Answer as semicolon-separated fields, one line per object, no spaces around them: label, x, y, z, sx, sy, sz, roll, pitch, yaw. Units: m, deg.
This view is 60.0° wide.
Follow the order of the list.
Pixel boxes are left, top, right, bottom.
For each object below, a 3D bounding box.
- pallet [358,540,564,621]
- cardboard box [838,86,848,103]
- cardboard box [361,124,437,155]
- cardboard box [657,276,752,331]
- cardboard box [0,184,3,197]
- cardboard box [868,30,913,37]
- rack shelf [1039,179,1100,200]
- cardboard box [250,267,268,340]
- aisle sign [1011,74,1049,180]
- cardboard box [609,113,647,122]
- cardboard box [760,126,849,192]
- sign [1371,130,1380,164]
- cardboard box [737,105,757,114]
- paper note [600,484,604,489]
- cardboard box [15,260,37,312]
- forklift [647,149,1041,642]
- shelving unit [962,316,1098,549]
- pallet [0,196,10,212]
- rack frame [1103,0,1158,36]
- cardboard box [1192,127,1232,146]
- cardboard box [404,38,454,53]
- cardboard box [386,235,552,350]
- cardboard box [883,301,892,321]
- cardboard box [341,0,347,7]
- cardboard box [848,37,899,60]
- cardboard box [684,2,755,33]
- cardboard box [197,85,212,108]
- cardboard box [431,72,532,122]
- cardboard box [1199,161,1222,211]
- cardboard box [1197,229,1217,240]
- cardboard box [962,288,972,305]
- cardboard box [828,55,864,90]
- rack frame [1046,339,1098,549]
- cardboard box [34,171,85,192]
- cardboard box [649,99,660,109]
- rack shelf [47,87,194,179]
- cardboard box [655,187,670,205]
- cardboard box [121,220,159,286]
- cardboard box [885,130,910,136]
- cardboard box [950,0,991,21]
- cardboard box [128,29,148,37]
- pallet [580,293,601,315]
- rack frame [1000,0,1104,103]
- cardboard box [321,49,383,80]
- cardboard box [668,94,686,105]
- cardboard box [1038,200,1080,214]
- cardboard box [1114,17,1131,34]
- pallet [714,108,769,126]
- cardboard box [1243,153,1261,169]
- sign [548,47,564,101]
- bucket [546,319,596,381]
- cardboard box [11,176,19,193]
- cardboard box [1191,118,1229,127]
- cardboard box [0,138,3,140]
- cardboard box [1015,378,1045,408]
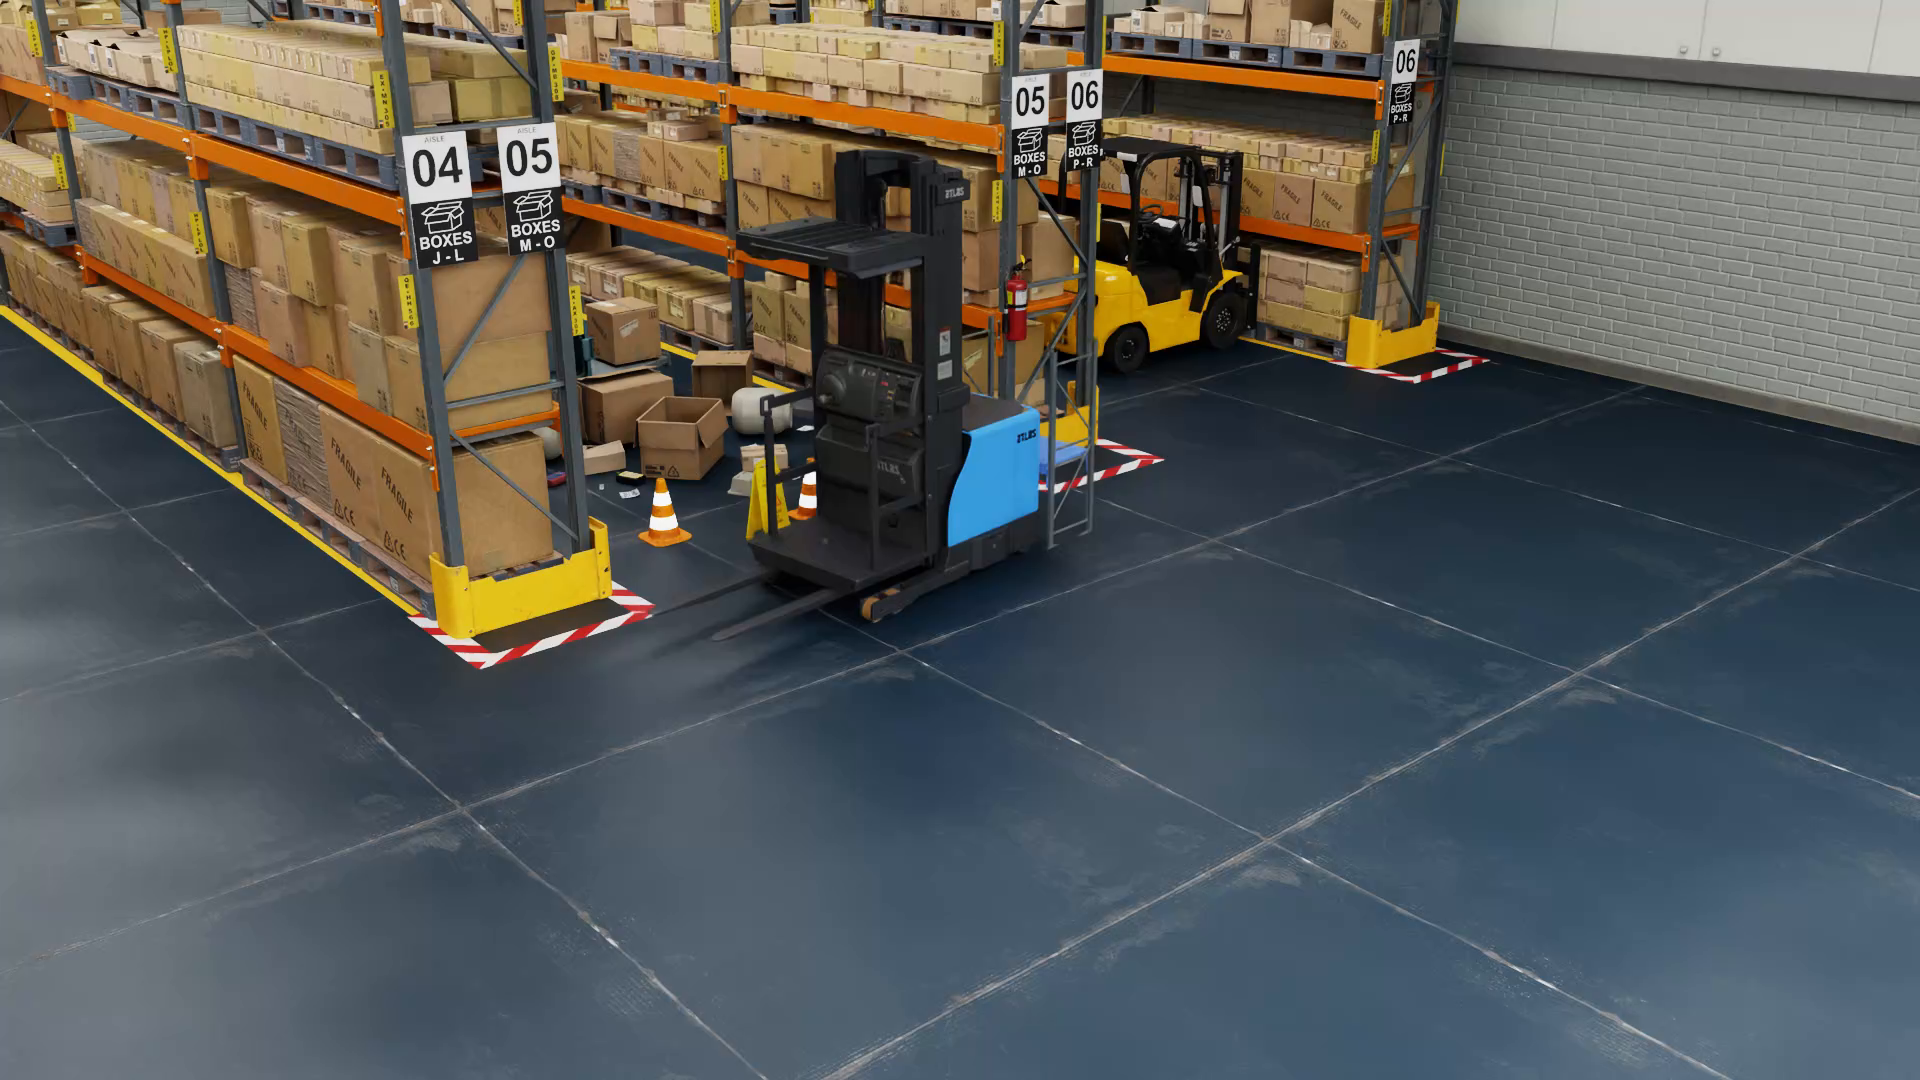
pallet;-3.533;0.163;11.778;1.003;0.211;1.213;-17;27;-37
cardboard box;-0.854;-3.952;14.694;0.380;0.149;0.250;-17;27;-37
cardboard box;-3.426;-2.466;10.185;0.380;0.149;0.250;-18;27;-38
cardboard box;-2.695;-2.558;17.930;0.950;0.372;0.625;-15;26;-34
cardboard box;-10.020;-3.749;17.711;0.380;0.149;0.250;-18;28;-38
cardboard box;-0.609;-4.517;15.042;0.380;0.149;0.250;-17;27;-37
rack shelf;0.573;-4.644;21.216;1.077;0.370;4.000;-17;27;-37
cardboard box;-4.937;-1.862;12.920;0.875;0.550;0.550;-17;27;-37
aisle sign;0.553;-3.263;13.138;0.394;0.787;0.004;-17;27;-37
cardboard box;-3.637;-4.530;18.817;0.500;0.500;0.500;-18;28;-38
cardboard box;-1.439;-3.575;15.583;0.700;0.500;0.500;-17;27;-37
sign;4.070;-3.846;16.278;0.100;0.325;0.005;-17;27;-37
cardboard box;-2.859;-6.549;24.379;0.700;0.500;0.500;-17;27;-37
paper note;-2.927;-0.435;13.581;0.032;0.001;0.123;-4;22;-10
cardboard box;-10.157;-2.867;18.542;0.500;0.500;0.500;-16;26;-35
forklift;-0.759;-1.025;11.081;1.130;2.935;3.031;18;28;38
shelving unit;0.453;-0.829;12.543;1.048;1.500;0.538;19;28;40
pallet;-10.396;-3.913;18.625;1.003;0.211;1.213;-17;27;-37
rack frame;1.879;-7.220;18.579;1.000;3.000;0.127;-17;27;-37
cardboard box;2.763;-4.418;18.217;0.380;0.149;0.250;-18;27;-38
cardboard box;-3.592;-3.275;11.158;0.380;0.149;0.250;-18;28;-38
cardboard box;-3.165;-1.617;10.814;0.875;0.550;0.550;-17;27;-37
cardboard box;-0.611;-2.094;14.993;0.380;0.149;0.250;-16;27;-35
cardboard box;-8.006;-7.506;22.568;0.797;0.503;0.637;-15;26;-33
cardboard box;-0.739;-4.229;14.306;0.380;0.149;0.250;-17;27;-36
cardboard box;-2.354;-5.129;16.298;0.500;0.250;0.500;-17;27;-36
cardboard box;-5.412;-3.307;12.333;0.380;0.149;0.250;-17;27;-37
cardboard box;-3.073;-2.835;10.580;0.500;0.250;0.500;-18;27;-38
cardboard box;2.967;-3.865;18.102;0.500;0.500;0.500;-17;27;-37
cardboard box;2.617;-3.321;18.673;0.500;0.250;0.500;-16;27;-36
cardboard box;0.076;-2.118;14.123;0.380;0.149;0.250;-18;28;-38
cardboard box;-0.807;-4.102;14.529;0.500;0.250;0.500;-17;27;-37
rack frame;0.822;-0.701;12.218;0.032;1.500;0.500;19;28;40
cardboard box;-8.841;-3.525;16.324;0.380;0.149;0.250;-19;28;-39
cardboard box;-4.736;-6.979;26.533;0.380;0.149;0.250;-18;27;-38
rack shelf;-6.869;-3.652;14.569;1.077;0.370;4.000;-17;27;-37
cardboard box;-2.947;-3.609;17.353;0.380;0.149;0.250;-17;27;-37
cardboard box;-7.099;-2.584;14.831;0.500;0.500;0.500;-18;28;-38
cardboard box;-0.646;-5.508;21.955;0.500;0.250;0.500;-17;27;-37
cardboard box;0.221;-6.678;20.458;0.500;0.500;0.500;-17;27;-36
cardboard box;-7.264;-4.523;15.215;0.500;0.311;0.500;-17;27;-37
pallet;-3.981;-2.835;19.432;1.003;0.211;1.213;-17;27;-37
rack frame;0.732;-4.932;12.738;1.000;3.000;0.127;-17;27;-37
cardboard box;-3.758;-2.978;10.400;0.380;0.149;0.250;-17;27;-37
cardboard box;-4.199;-6.923;25.845;0.500;0.250;0.500;-17;27;-37
cardboard box;1.029;-3.874;20.943;0.875;0.625;0.625;-18;28;-38
cardboard box;1.942;-5.752;18.576;0.380;0.149;0.250;-17;27;-36
pallet;-2.904;-6.301;24.722;1.003;0.211;1.213;-17;27;-37
cardboard box;3.195;-4.048;17.680;0.380;0.149;0.250;-17;27;-37
sign;-2.528;-2.904;10.365;0.100;0.325;0.005;-17;27;-37
bucket;-3.728;-1.733;15.199;0.726;0.611;0.620;-8;13;-19
cardboard box;-9.514;-3.672;17.108;0.380;0.149;0.250;-18;27;-38
cardboard box;2.842;-4.694;18.922;0.380;0.149;0.250;-18;28;-38
cardboard box;-10.876;-4.385;18.521;0.380;0.149;0.250;-16;26;-35
cardboard box;0.415;-1.343;14.994;0.500;0.250;0.500;-18;28;-38
